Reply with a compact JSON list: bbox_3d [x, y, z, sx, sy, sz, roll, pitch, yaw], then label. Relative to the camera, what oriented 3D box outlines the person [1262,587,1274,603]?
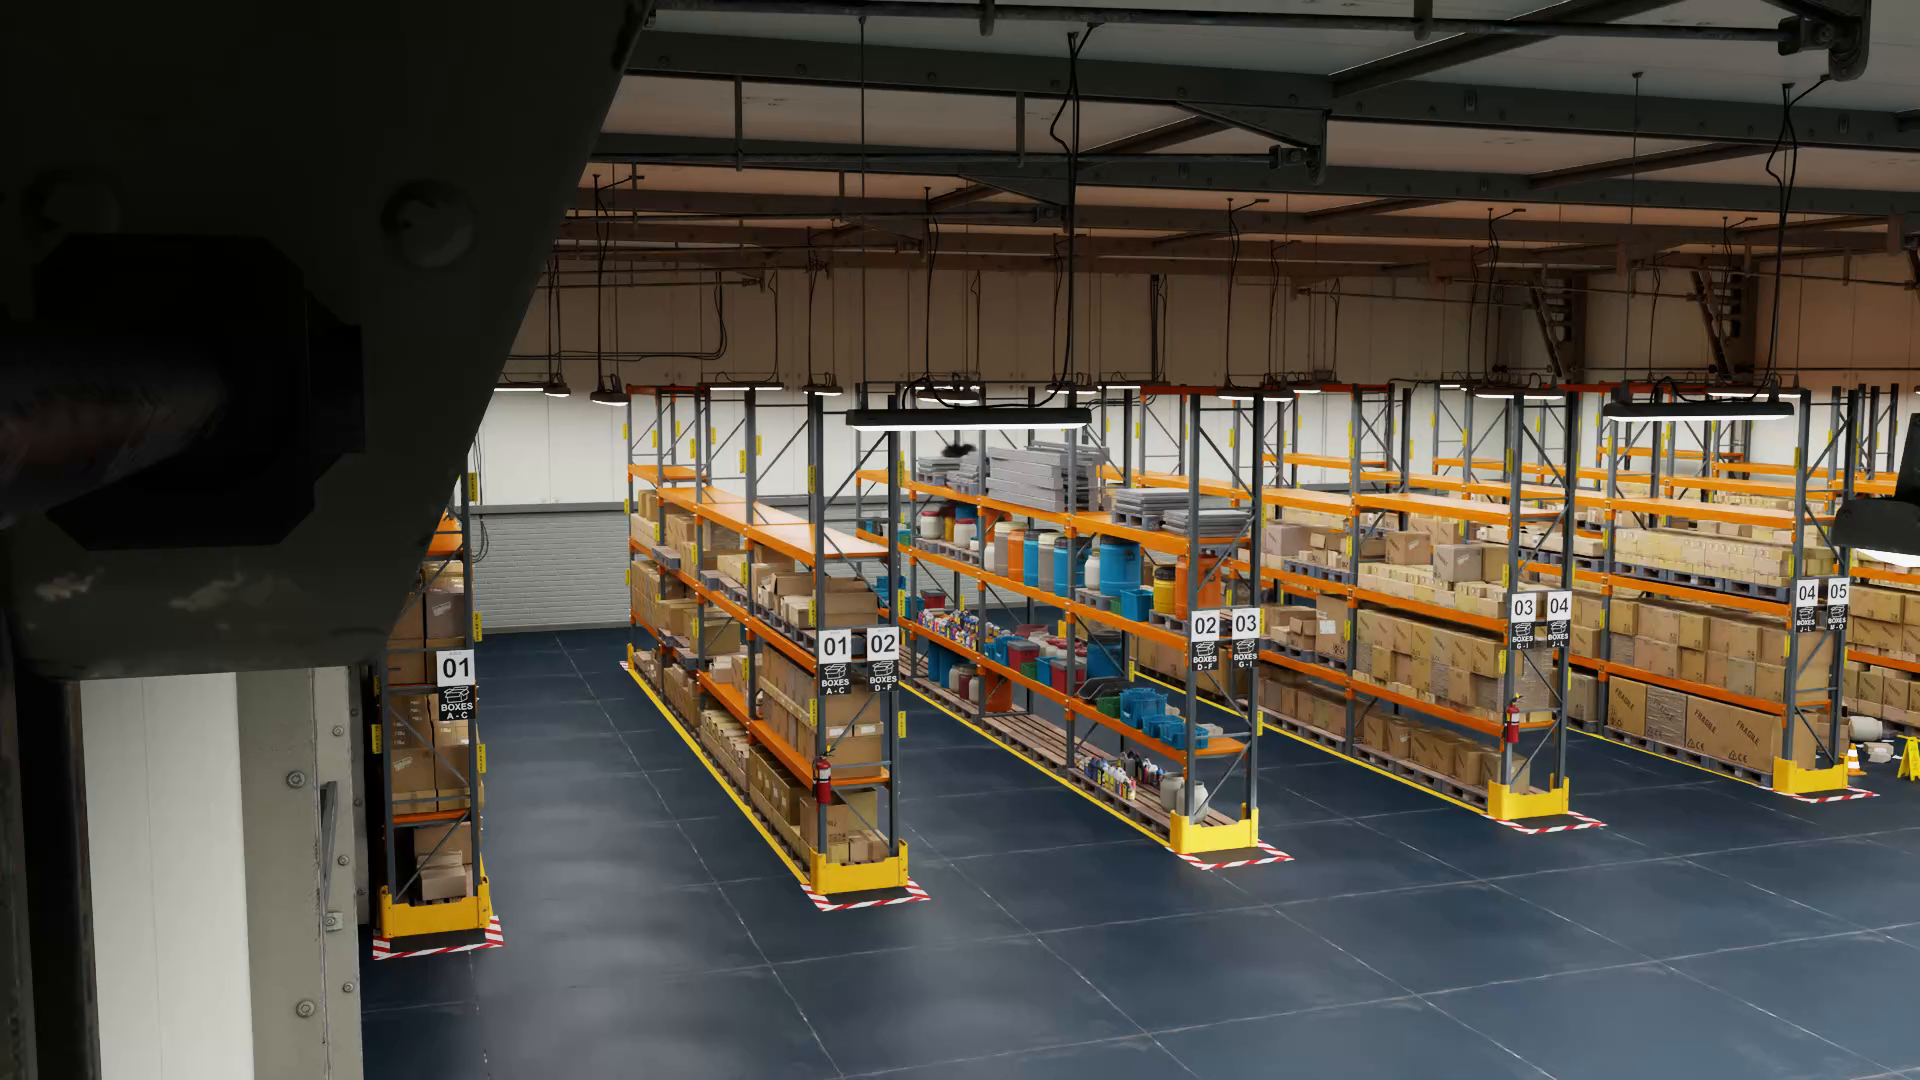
[{"bbox_3d":[7.768,1.198,41.255,0.968,1.697,0.664,-3,7,-29],"label":"person"}]
